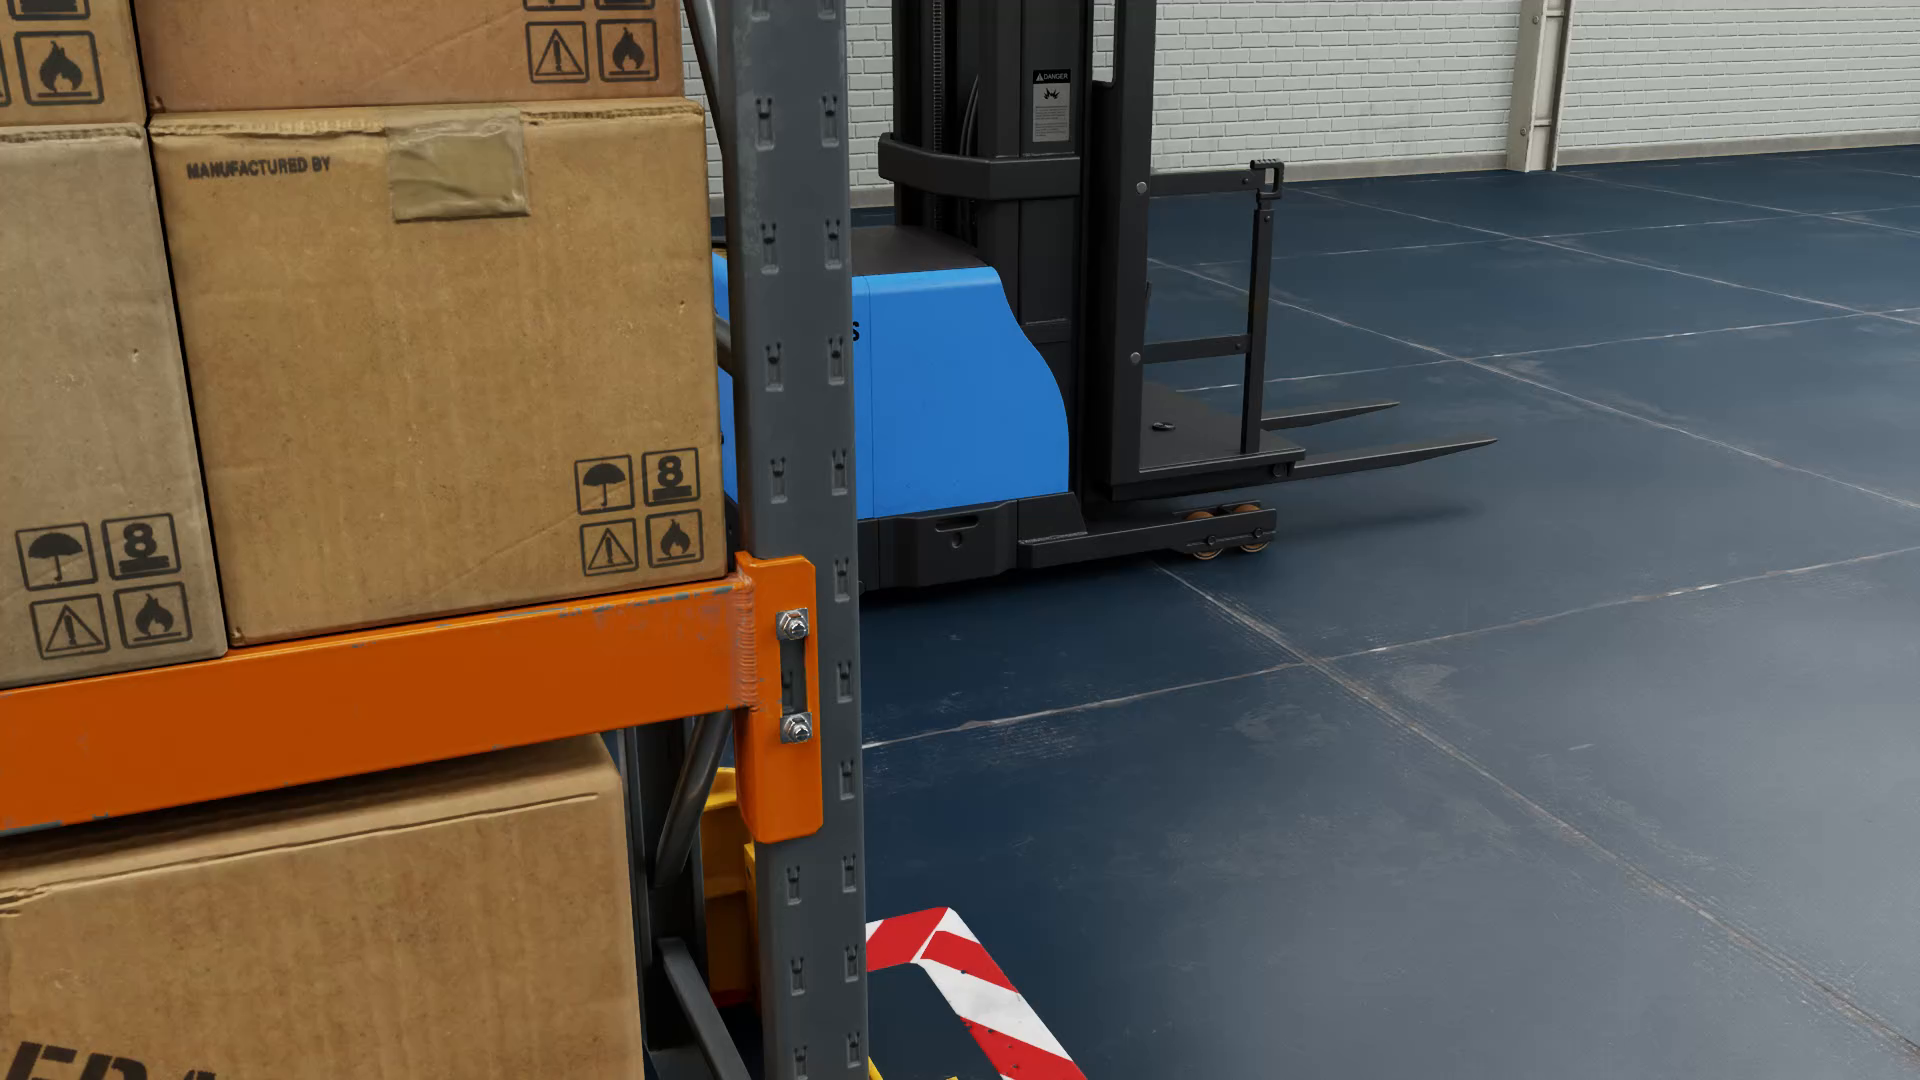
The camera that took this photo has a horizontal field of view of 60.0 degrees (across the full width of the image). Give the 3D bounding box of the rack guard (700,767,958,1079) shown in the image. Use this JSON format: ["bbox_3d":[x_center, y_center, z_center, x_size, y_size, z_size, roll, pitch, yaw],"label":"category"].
[{"bbox_3d":[-0.354,0.875,2.785,0.348,0.500,1.175,-8,21,-22],"label":"rack guard"}]

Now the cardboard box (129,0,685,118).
[{"bbox_3d":[-0.732,-0.844,2.052,0.550,0.550,0.875,-8,21,-22],"label":"cardboard box"}]

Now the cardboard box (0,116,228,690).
[{"bbox_3d":[-1.195,-0.230,1.934,0.550,0.550,0.875,-8,21,-22],"label":"cardboard box"}]

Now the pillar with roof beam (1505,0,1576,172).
[{"bbox_3d":[7.329,-6.589,11.187,0.400,9.000,9.100,-8,21,-22],"label":"pillar with roof beam"}]

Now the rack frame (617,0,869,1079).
[{"bbox_3d":[-0.376,-0.301,2.361,0.127,3.000,1.000,-8,21,-22],"label":"rack frame"}]

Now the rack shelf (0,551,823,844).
[{"bbox_3d":[-2.212,0.301,1.733,4.000,0.370,1.077,-8,21,-22],"label":"rack shelf"}]

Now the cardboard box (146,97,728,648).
[{"bbox_3d":[-0.699,-0.309,2.158,0.550,0.550,0.875,-8,21,-22],"label":"cardboard box"}]

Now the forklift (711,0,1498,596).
[{"bbox_3d":[0.572,-1.465,5.770,3.031,2.935,1.130,-8,21,-22],"label":"forklift"}]

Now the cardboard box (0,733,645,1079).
[{"bbox_3d":[-0.972,0.612,2.333,0.875,0.875,0.875,-8,21,-22],"label":"cardboard box"}]

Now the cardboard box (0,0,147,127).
[{"bbox_3d":[-1.200,-0.744,1.766,0.550,0.550,0.875,-8,21,-22],"label":"cardboard box"}]
